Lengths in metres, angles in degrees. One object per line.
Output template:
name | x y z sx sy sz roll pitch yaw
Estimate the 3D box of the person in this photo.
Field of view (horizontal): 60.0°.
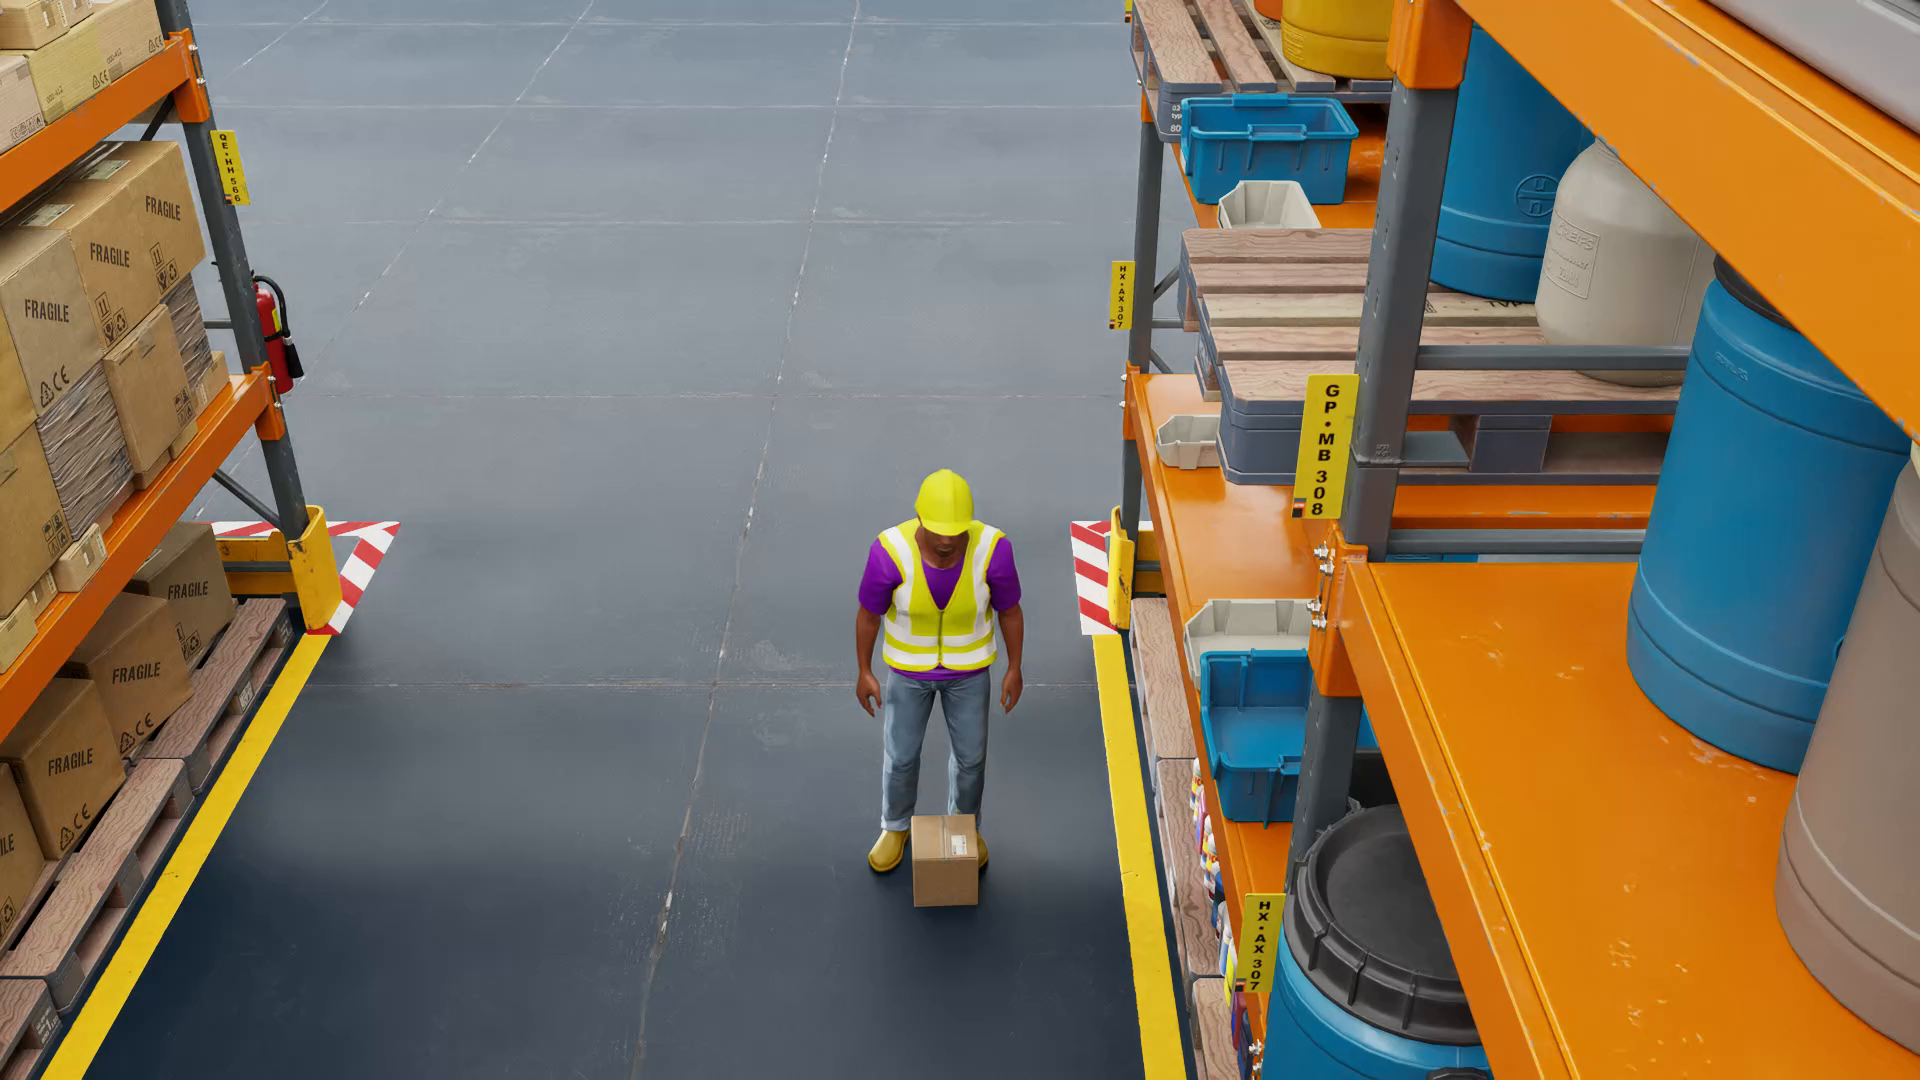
person | -0.077 0.494 6.306 0.638 1.761 0.458 -1 31 -2
